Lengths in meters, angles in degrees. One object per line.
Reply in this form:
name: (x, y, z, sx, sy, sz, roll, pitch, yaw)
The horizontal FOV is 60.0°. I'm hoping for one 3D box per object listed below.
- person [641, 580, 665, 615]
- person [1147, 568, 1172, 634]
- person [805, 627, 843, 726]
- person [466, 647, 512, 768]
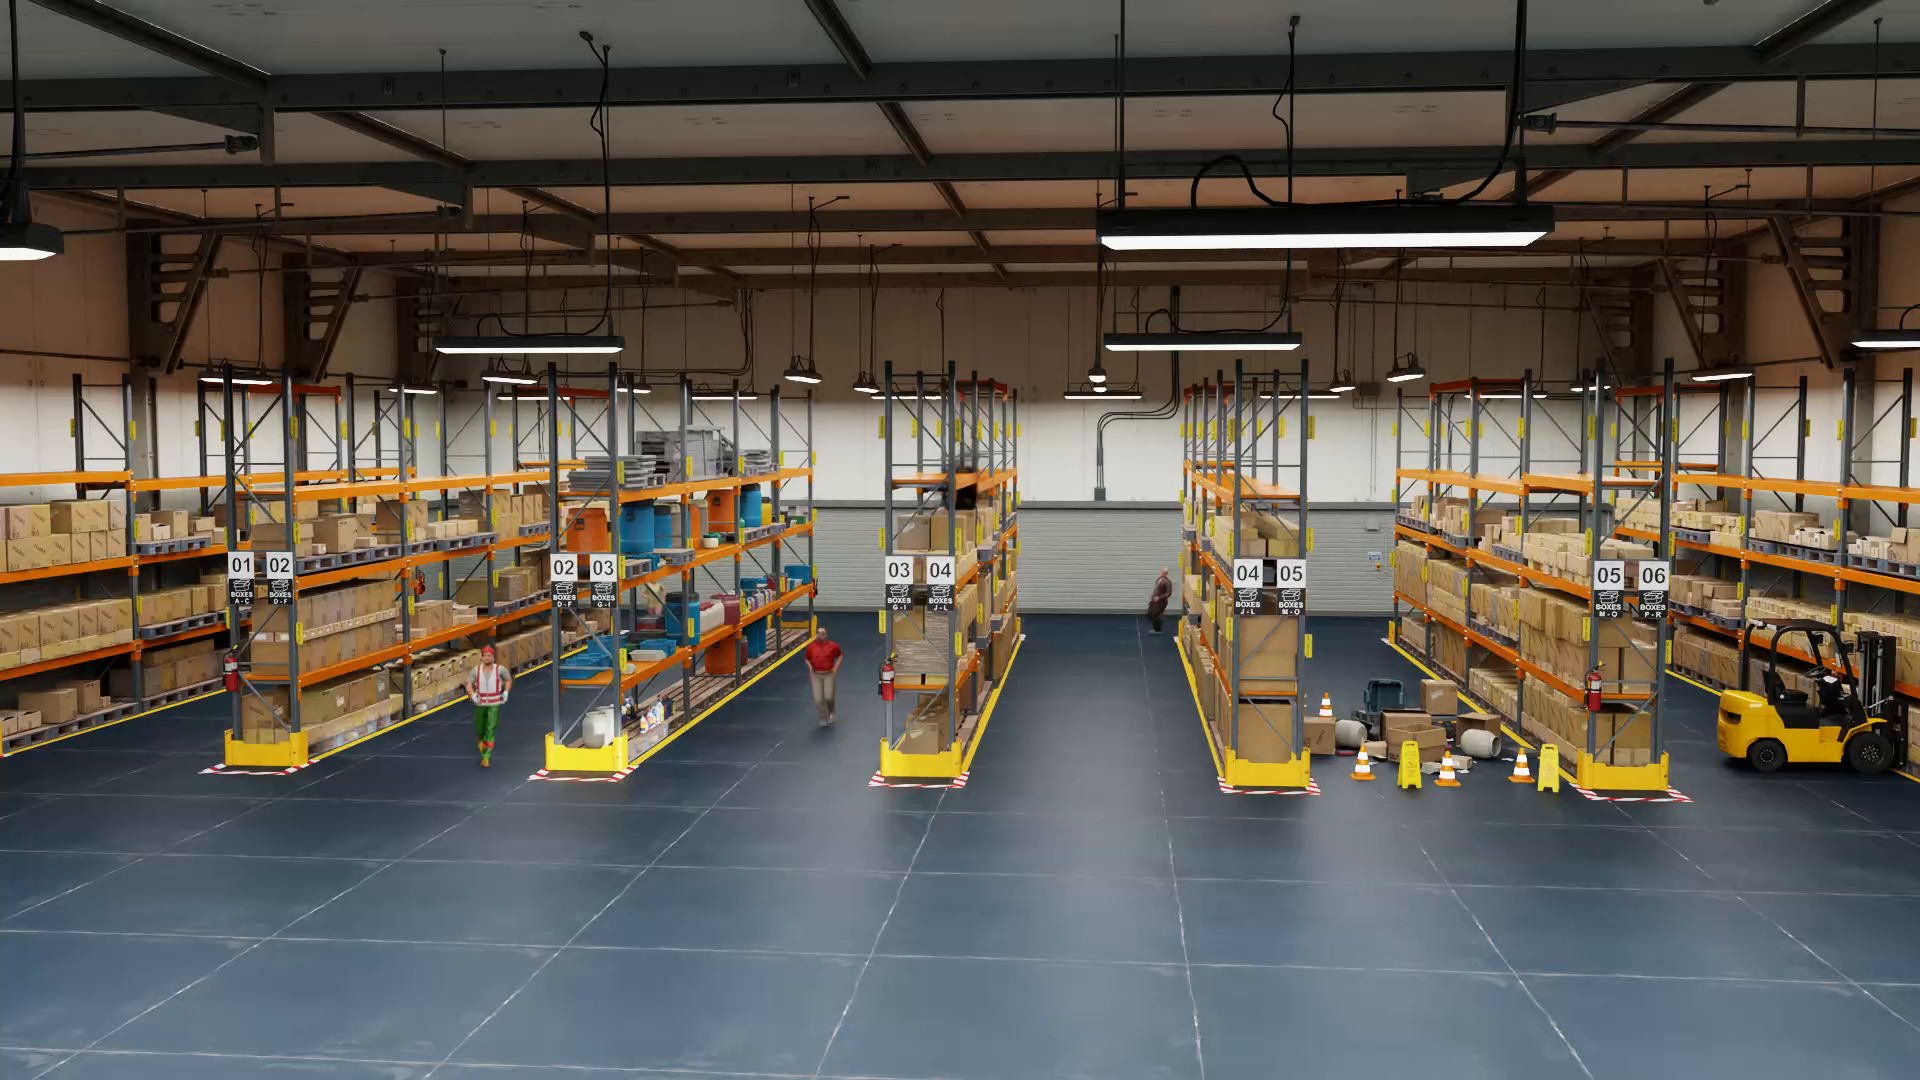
person: (-7.209, 1.608, 39.049, 0.563, 1.721, 0.761, -1, 4, -11)
person: (4.867, 1.491, 40.641, 0.582, 1.674, 0.904, -2, 4, -28)
person: (-2.307, 2.310, 27.981, 0.638, 1.681, 0.564, 0, 4, 2)
person: (-7.106, 2.487, 25.106, 0.673, 1.773, 0.849, -1, 4, -11)
